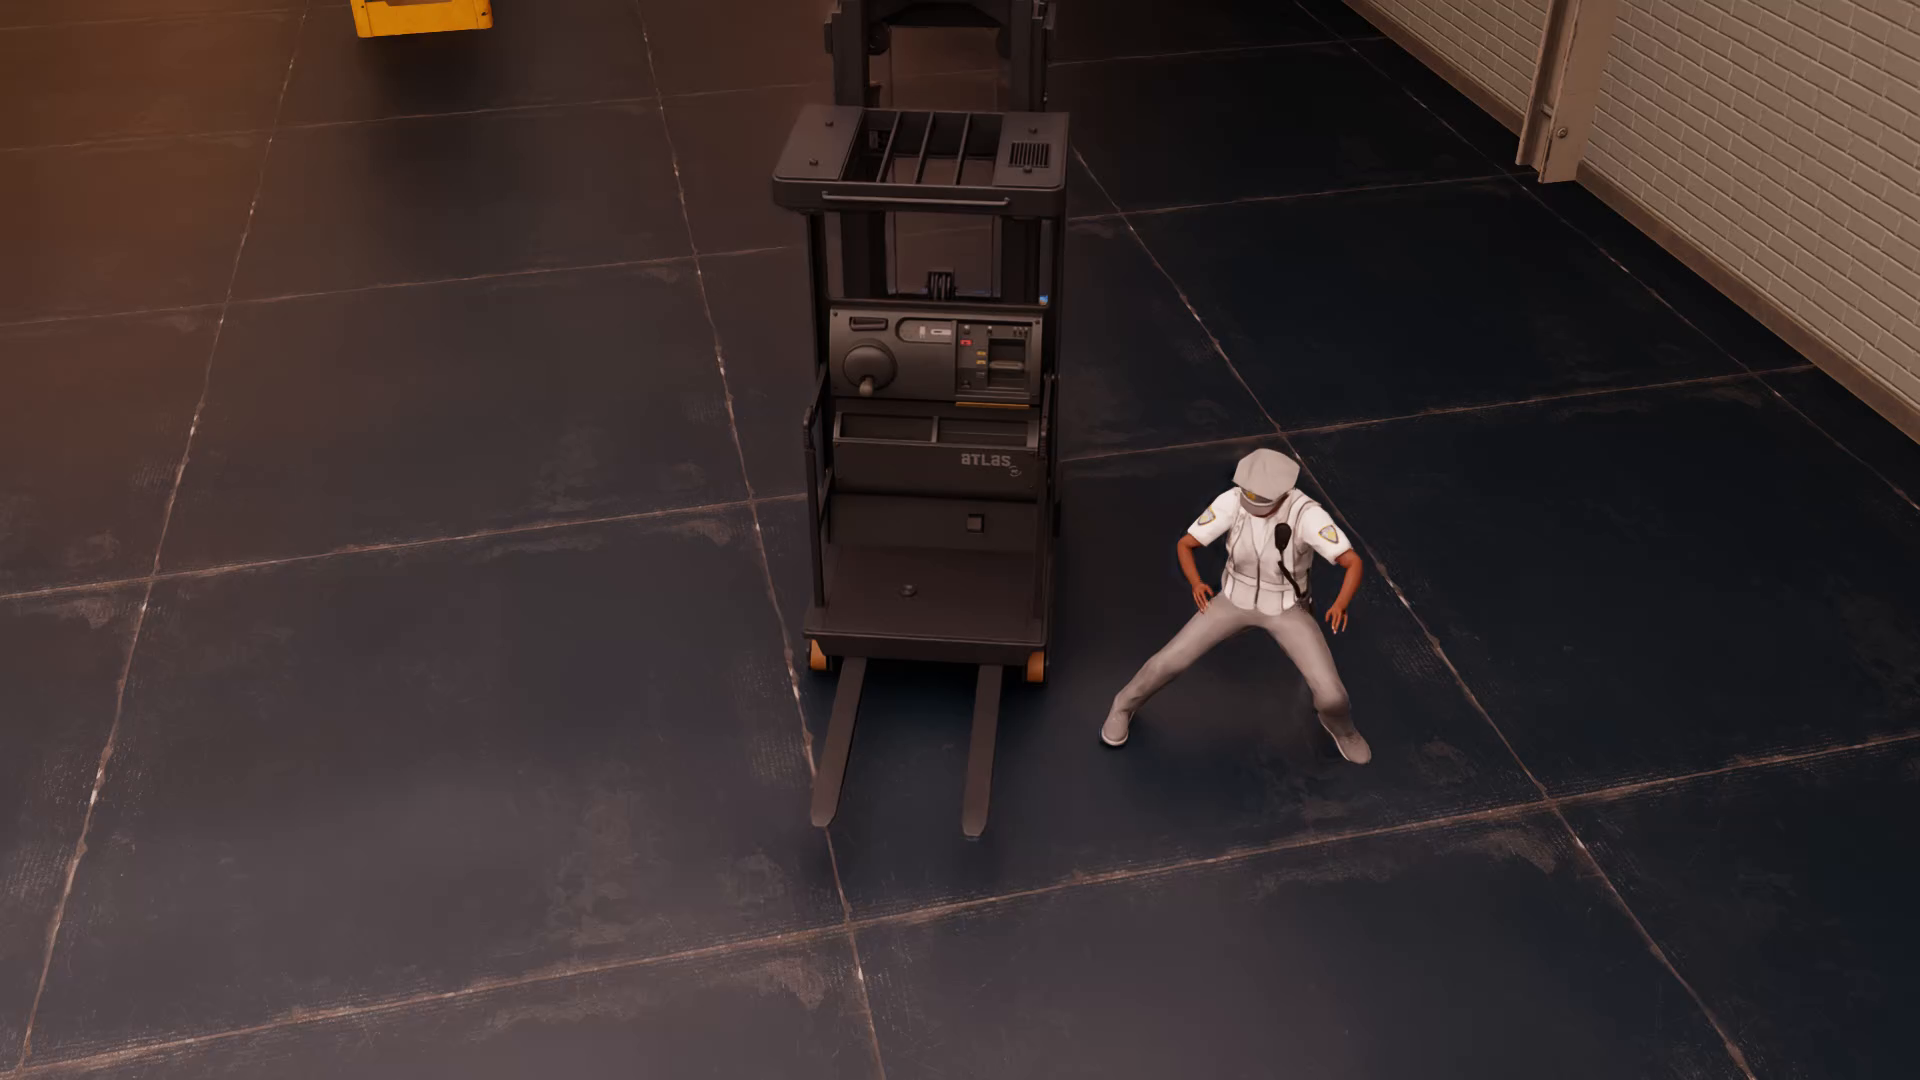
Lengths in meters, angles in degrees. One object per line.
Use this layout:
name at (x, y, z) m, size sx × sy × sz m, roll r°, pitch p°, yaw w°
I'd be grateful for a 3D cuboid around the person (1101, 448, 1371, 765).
person at (1.216, 0.316, 6.913) m, size 1.113 × 1.459 × 0.656 m, roll 18°, pitch 39°, yaw 23°

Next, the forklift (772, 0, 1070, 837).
forklift at (-0.122, -0.738, 7.076) m, size 1.130 × 2.935 × 3.031 m, roll 3°, pitch 36°, yaw 4°
